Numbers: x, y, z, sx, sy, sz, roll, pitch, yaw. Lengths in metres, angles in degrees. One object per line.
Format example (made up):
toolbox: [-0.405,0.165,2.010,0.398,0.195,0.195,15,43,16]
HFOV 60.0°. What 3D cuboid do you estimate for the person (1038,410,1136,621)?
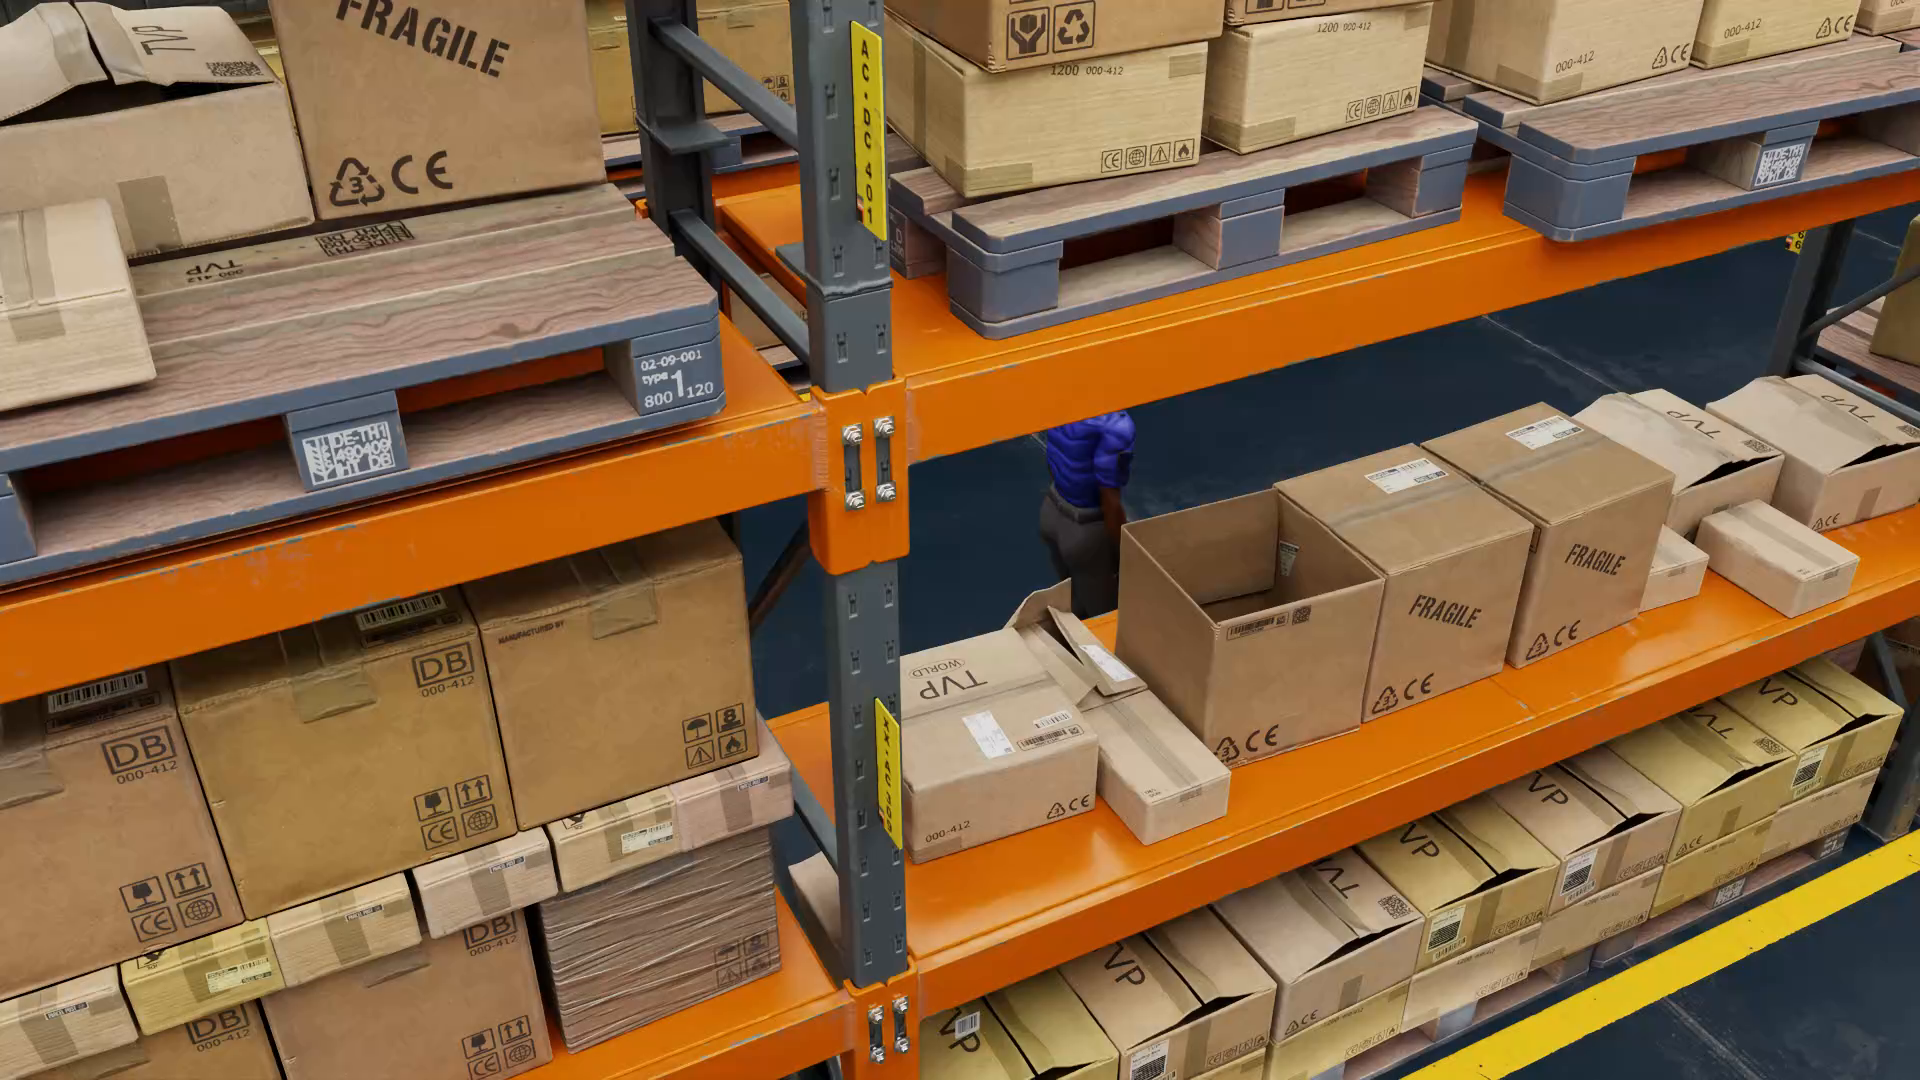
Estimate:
person: [0.509,-0.048,6.217,0.390,1.655,0.505,-15,36,-22]
